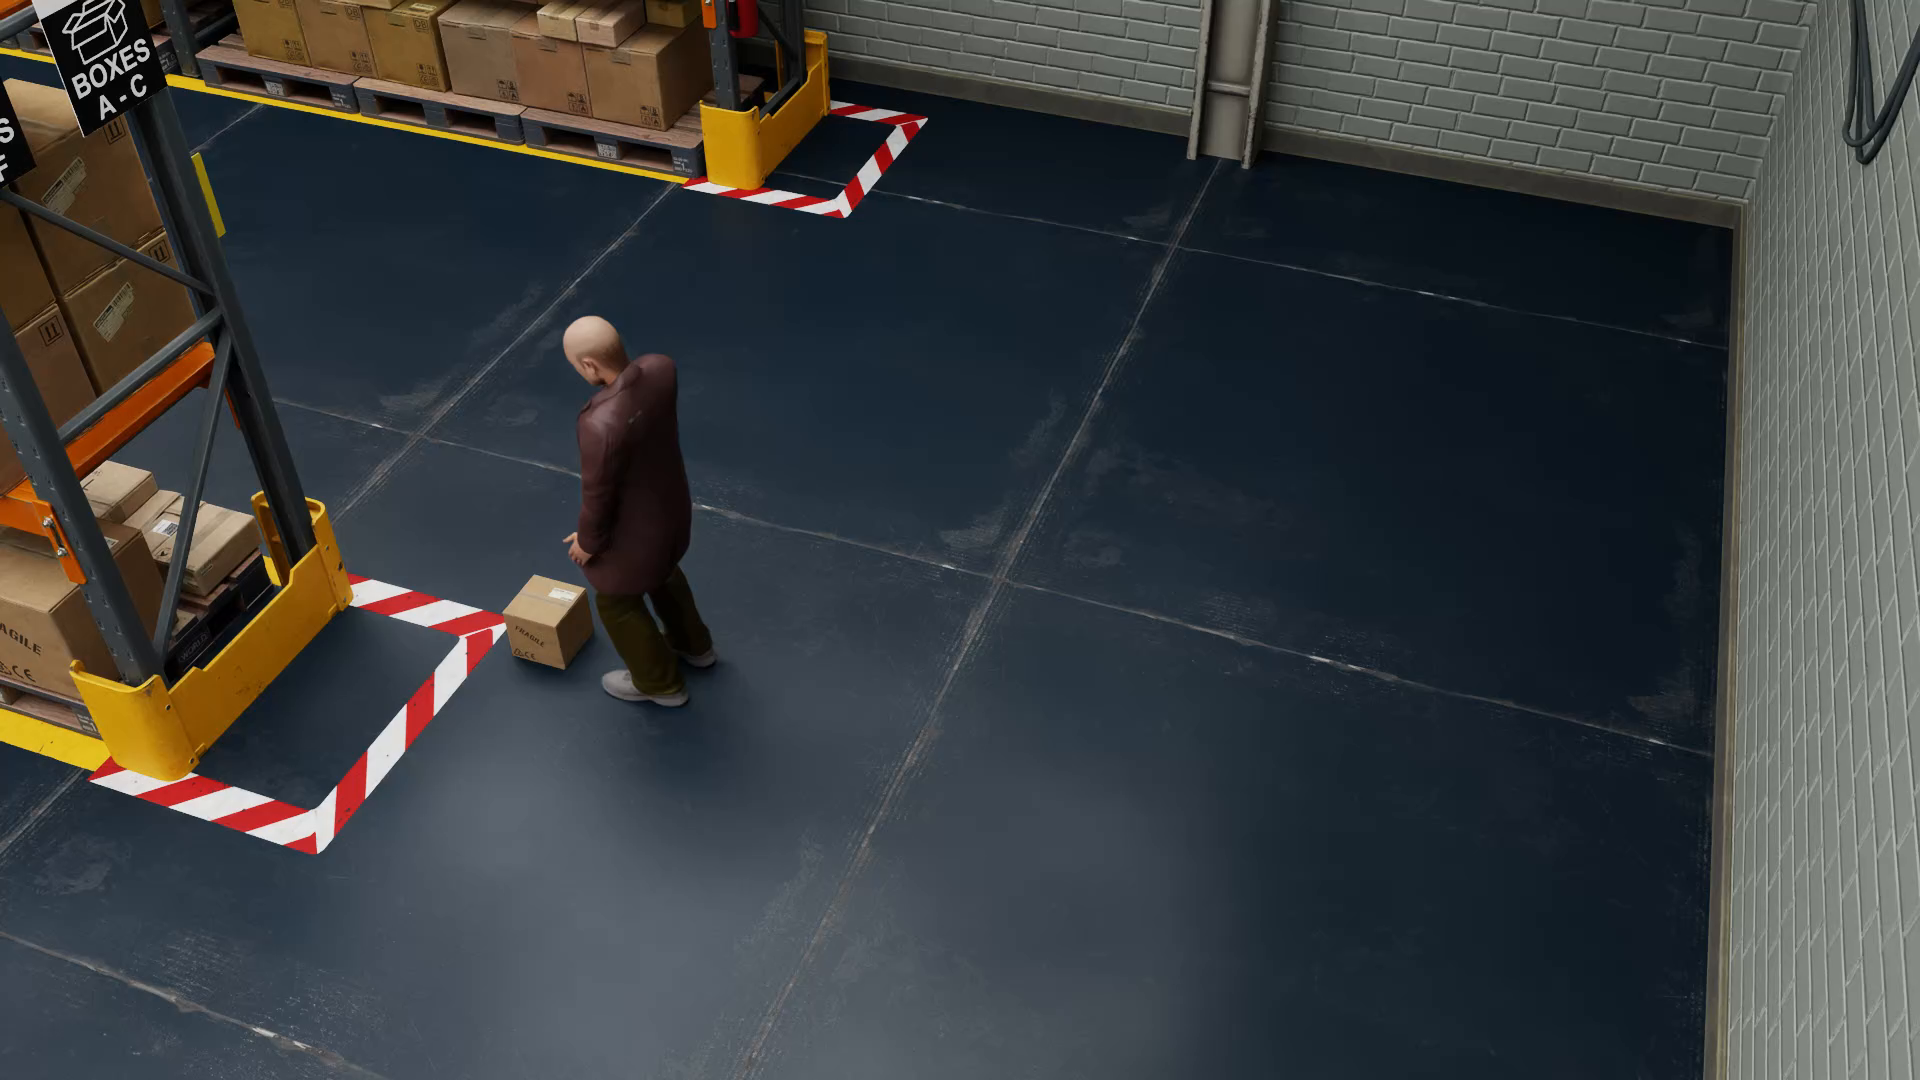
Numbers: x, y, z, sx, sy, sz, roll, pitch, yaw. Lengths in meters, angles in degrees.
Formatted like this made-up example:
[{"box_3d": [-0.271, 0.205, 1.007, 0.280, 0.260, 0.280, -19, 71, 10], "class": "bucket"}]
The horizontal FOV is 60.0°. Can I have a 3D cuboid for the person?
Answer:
[{"box_3d": [-1.243, -0.087, 6.300, 0.389, 1.754, 0.575, 14, 43, 16], "class": "person"}]
